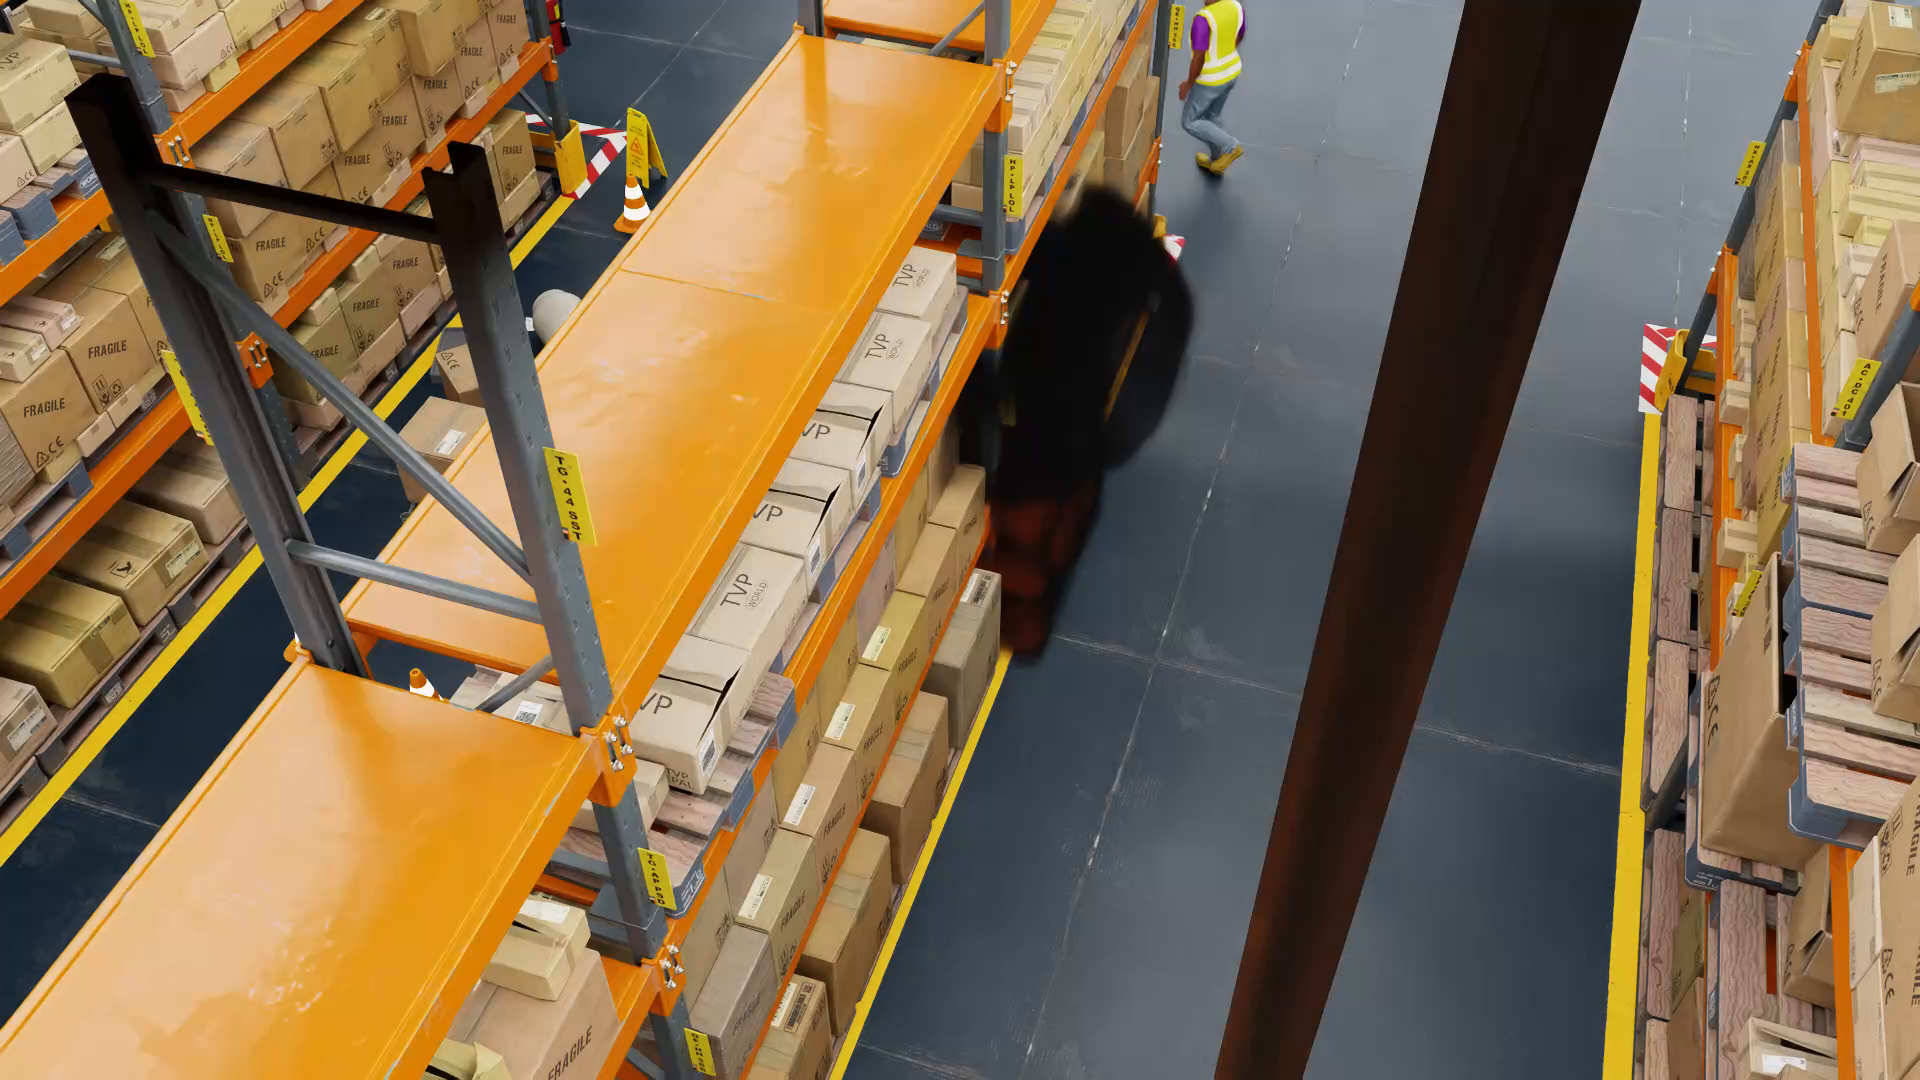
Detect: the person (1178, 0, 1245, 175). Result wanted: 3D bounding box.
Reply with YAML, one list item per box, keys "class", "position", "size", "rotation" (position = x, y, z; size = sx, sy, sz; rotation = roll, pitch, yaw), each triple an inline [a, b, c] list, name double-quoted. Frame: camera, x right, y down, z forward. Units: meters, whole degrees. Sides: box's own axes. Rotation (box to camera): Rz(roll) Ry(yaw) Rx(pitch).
- class: "person"
  position: [2.105, -3.804, 13.662]
  size: [0.690, 1.705, 0.724]
  rotation: [-35, 55, -29]
